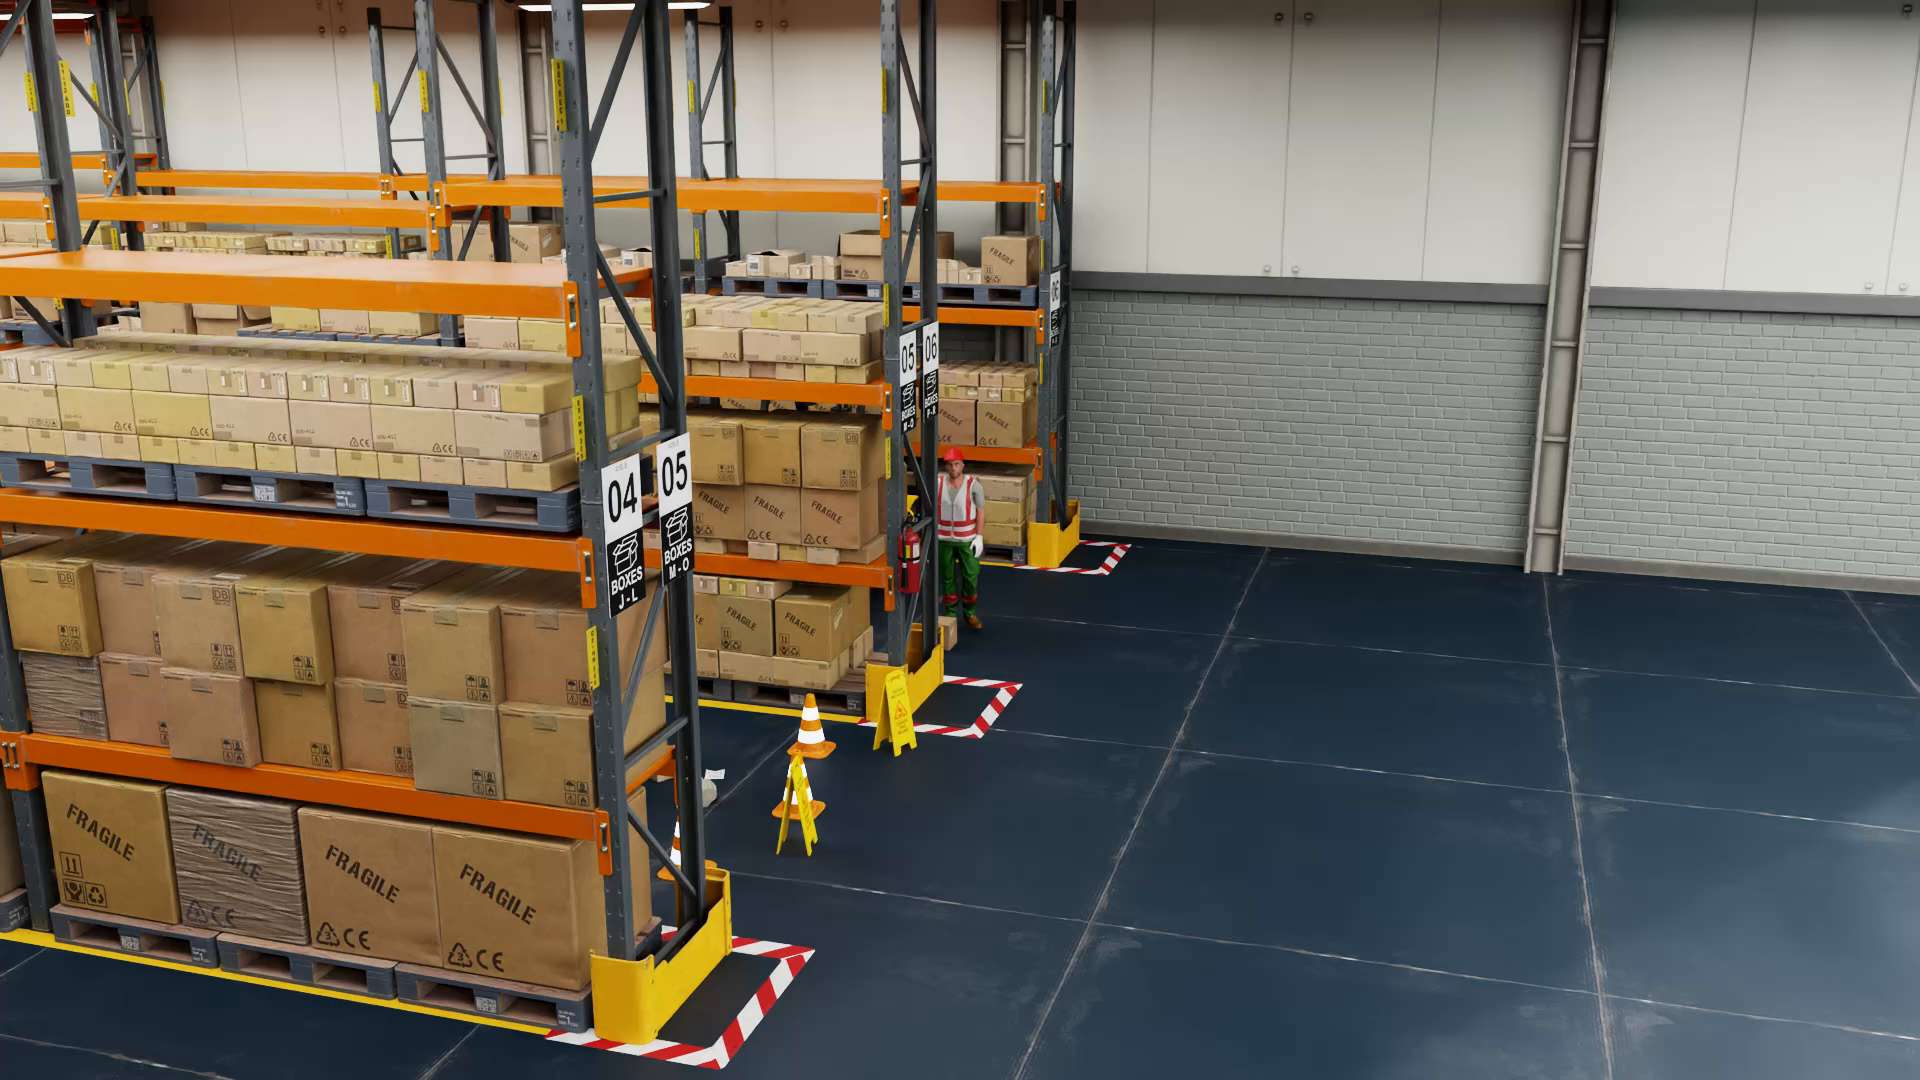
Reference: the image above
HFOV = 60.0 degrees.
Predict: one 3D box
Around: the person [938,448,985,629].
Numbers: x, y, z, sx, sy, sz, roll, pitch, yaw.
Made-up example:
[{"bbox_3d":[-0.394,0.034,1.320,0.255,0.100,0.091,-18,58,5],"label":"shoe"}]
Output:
[{"bbox_3d":[-0.038,-0.006,15.924,0.560,1.790,0.390,3,15,12],"label":"person"}]
